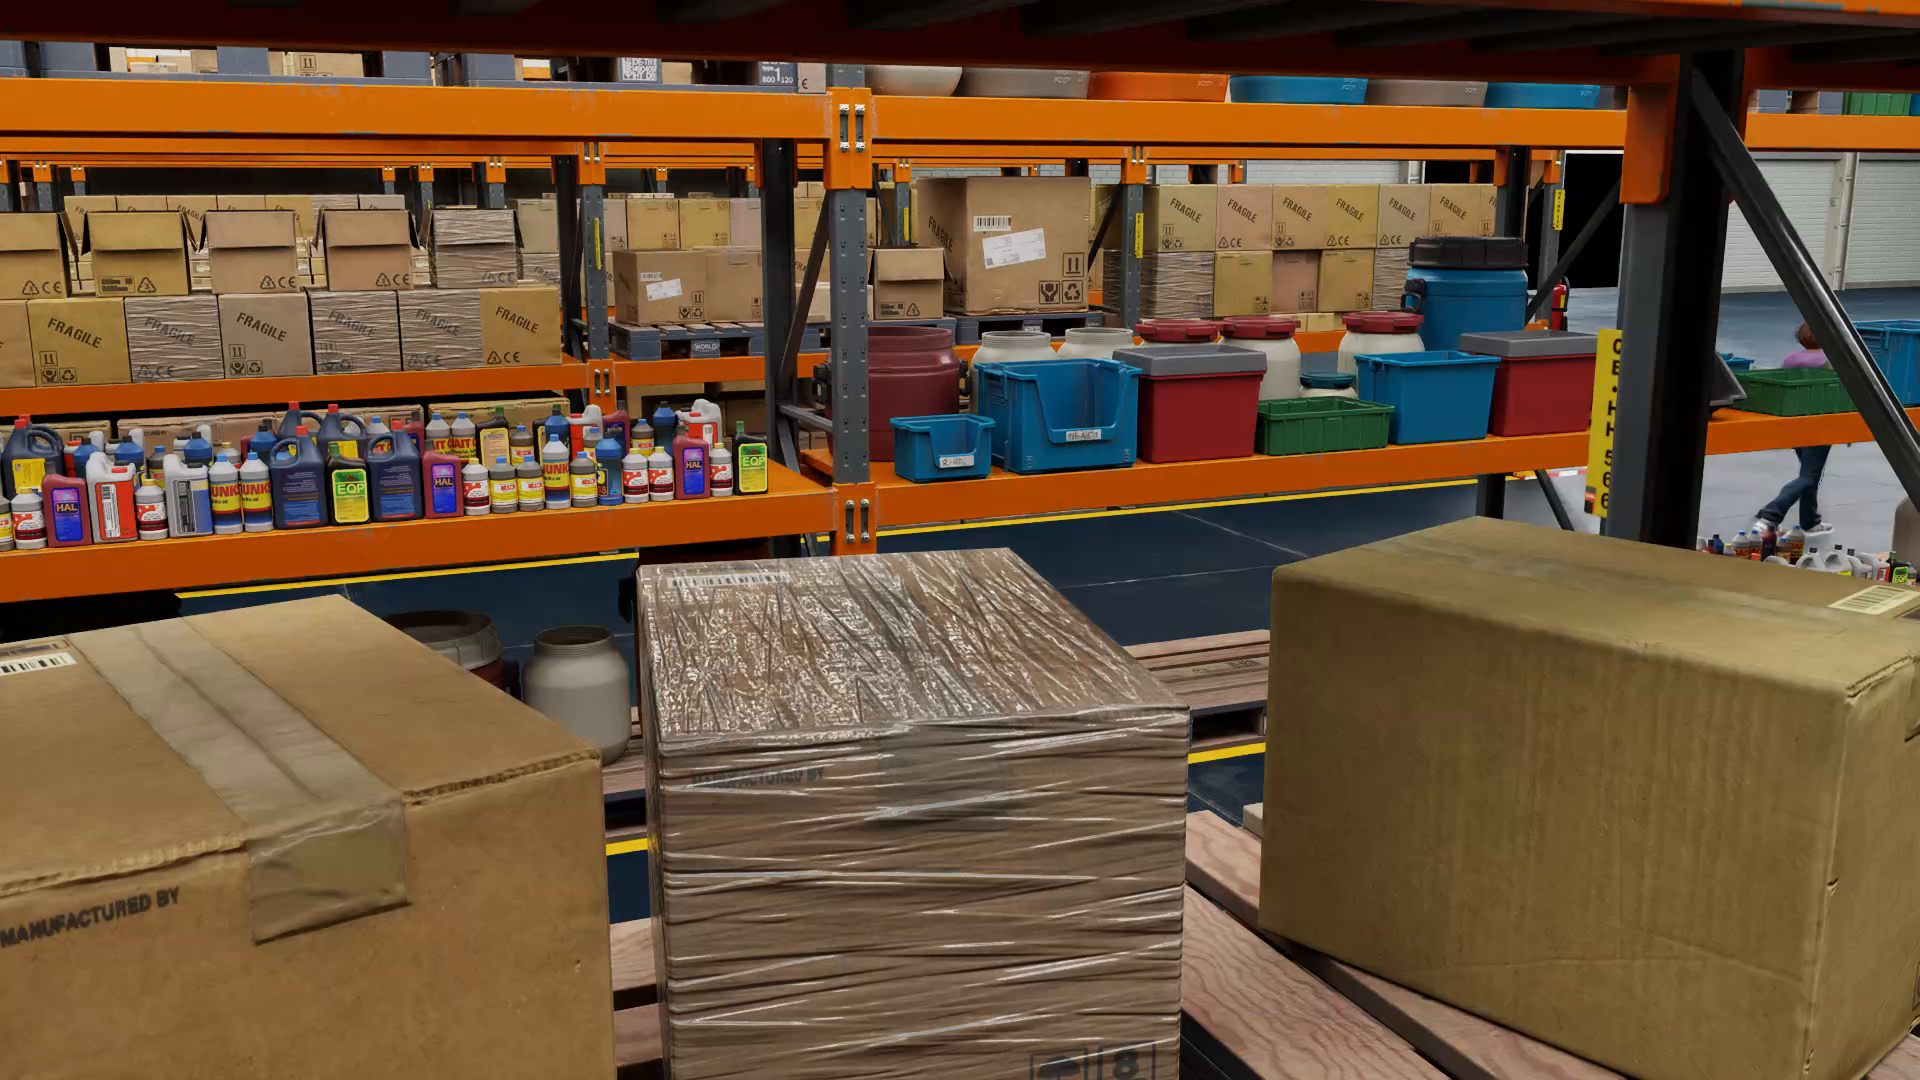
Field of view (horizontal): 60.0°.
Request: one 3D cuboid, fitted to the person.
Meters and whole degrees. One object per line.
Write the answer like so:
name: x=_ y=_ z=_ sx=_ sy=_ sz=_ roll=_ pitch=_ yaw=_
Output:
person: x=5.835 y=-0.757 z=11.430 sx=0.874 sy=1.555 sz=0.421 roll=-5 pitch=13 yaw=-23
